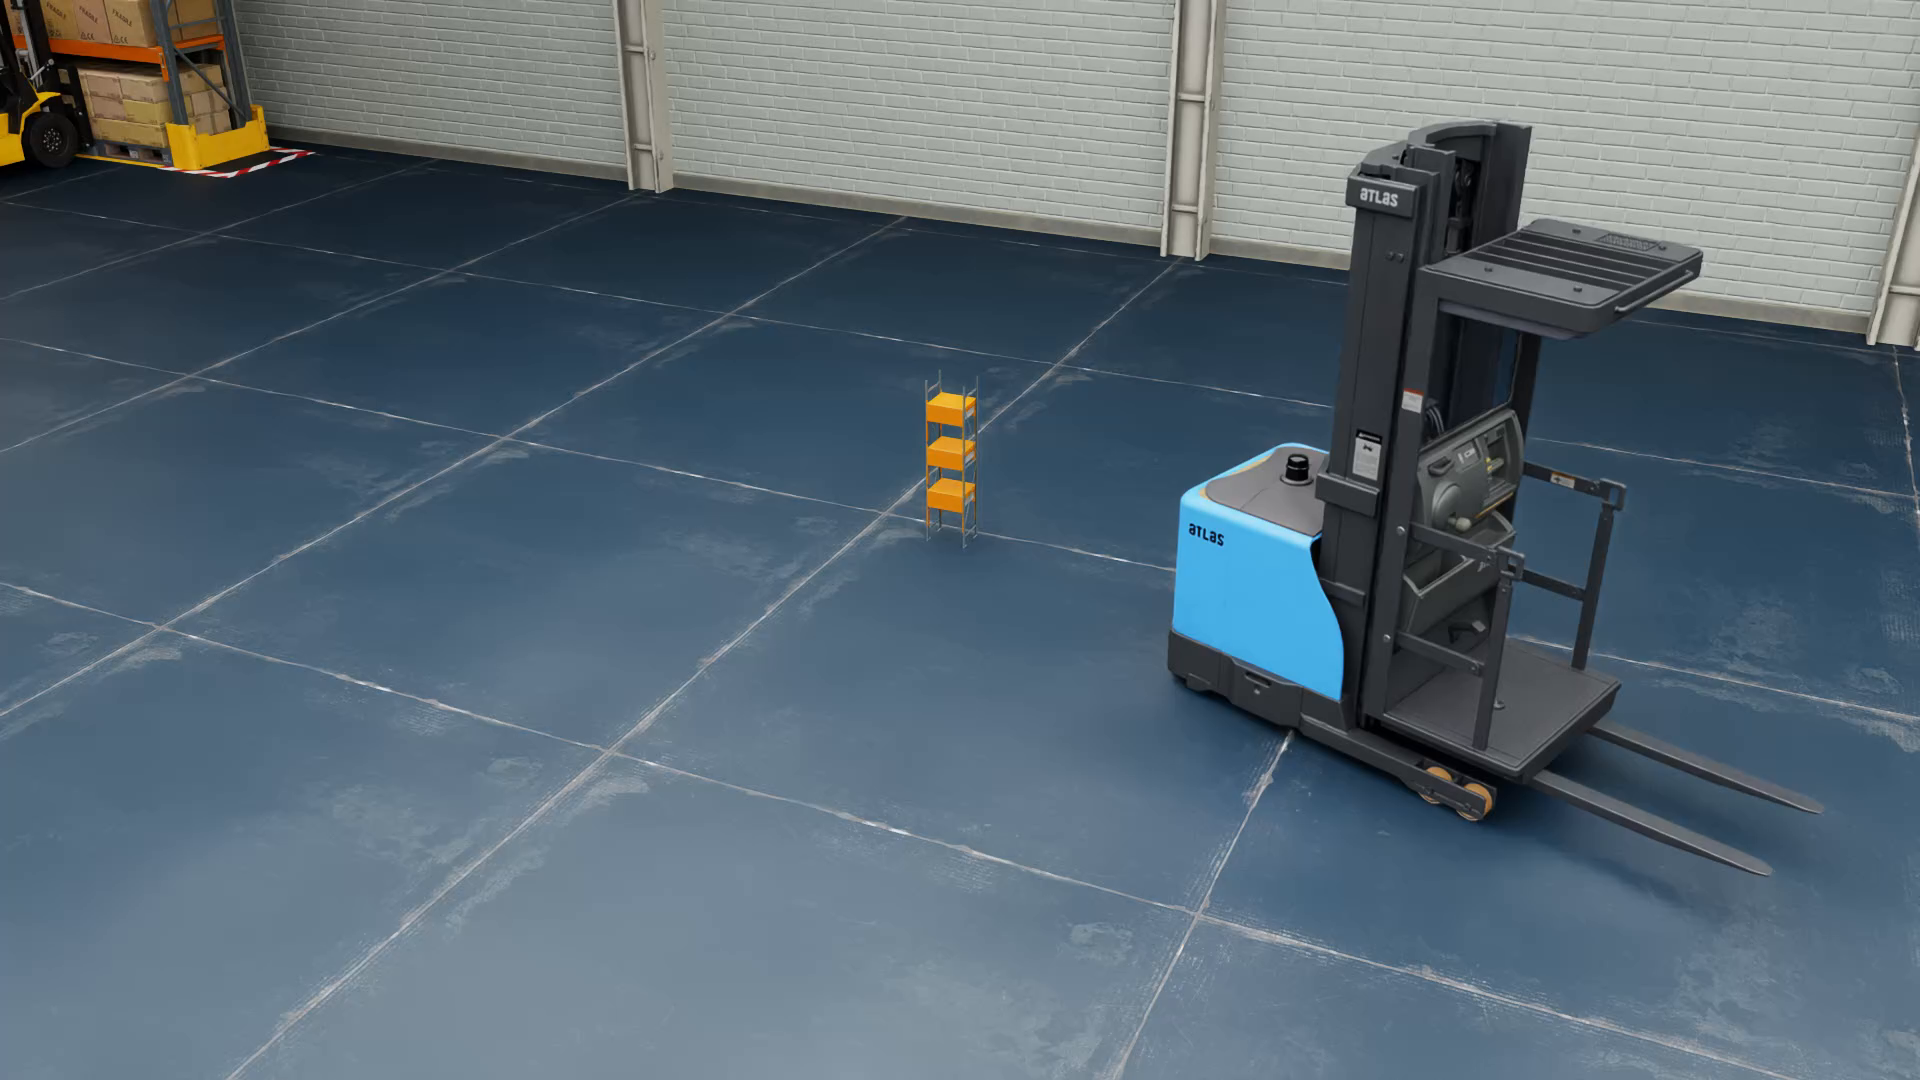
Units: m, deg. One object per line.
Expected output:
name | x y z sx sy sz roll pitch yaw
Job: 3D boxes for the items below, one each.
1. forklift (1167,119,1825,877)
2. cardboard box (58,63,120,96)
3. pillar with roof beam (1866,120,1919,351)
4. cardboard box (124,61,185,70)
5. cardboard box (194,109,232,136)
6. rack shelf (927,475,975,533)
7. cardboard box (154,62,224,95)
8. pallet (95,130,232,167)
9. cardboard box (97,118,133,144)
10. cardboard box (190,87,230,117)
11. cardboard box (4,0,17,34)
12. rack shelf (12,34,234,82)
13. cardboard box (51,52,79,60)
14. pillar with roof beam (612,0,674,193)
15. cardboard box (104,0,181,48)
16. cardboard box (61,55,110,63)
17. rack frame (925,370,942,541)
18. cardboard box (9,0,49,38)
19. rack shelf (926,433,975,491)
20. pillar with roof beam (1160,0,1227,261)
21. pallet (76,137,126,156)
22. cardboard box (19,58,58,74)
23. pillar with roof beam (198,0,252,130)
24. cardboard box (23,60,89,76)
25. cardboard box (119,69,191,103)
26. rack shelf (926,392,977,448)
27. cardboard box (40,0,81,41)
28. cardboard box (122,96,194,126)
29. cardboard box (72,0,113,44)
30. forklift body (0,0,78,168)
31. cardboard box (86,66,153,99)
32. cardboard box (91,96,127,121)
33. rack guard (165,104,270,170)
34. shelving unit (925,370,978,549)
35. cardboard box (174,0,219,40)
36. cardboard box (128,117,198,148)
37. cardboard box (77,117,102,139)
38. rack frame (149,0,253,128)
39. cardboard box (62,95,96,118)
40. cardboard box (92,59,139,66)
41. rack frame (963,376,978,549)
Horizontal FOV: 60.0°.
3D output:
forklift | 2.499 -0.288 7.516 3.031 2.935 1.130 23 34 38
cardboard box | -10.010 -5.301 19.127 0.500 0.250 0.500 12 29 22
pillar with roof beam | 5.811 -3.919 8.022 0.400 9.000 9.100 11 28 22
cardboard box | -9.347 -5.417 19.362 0.500 0.250 0.500 11 28 22
cardboard box | -8.898 -4.883 19.409 0.500 0.250 0.500 11 28 22
rack shelf | -0.049 -0.222 10.165 0.240 0.259 0.215 11 28 22
cardboard box | -8.891 -5.327 19.179 0.500 0.250 0.500 11 28 21
pallet | -9.245 -4.632 19.418 1.213 0.211 1.003 11 28 22
cardboard box | -9.539 -4.768 19.176 0.500 0.250 0.500 11 28 22
cardboard box | -8.874 -5.108 19.301 0.500 0.250 0.500 12 29 23
cardboard box | -10.934 -6.169 19.271 0.500 0.500 0.500 11 28 21
rack shelf | -10.352 -5.803 19.454 4.000 0.370 1.077 11 28 22
cardboard box | -10.722 -5.698 19.932 0.500 0.250 0.500 12 28 22
pillar with roof beam | -5.112 -6.113 12.478 0.400 9.000 9.100 11 28 22
cardboard box | -9.088 -5.789 18.499 0.500 0.500 0.500 11 28 21
cardboard box | -10.261 -5.609 19.752 0.500 0.250 0.500 11 28 21
rack frame | -0.160 -0.503 10.083 0.008 1.050 0.200 11 28 22
cardboard box | -10.485 -6.069 19.067 0.500 0.500 0.500 12 28 22
rack shelf | -0.049 -0.471 10.043 0.240 0.259 0.215 11 28 22
pillar with roof beam | 0.349 -5.016 10.250 0.400 9.000 9.100 11 28 22
pallet | -10.352 -4.855 19.873 1.213 0.211 1.003 11 28 22
cardboard box | -10.943 -5.496 19.522 0.500 0.250 0.500 12 29 24
pillar with roof beam | -10.574 -7.210 14.706 0.400 9.000 9.100 11 28 22
cardboard box | -10.469 -5.397 19.321 0.500 0.250 0.500 11 28 21
cardboard box | -9.080 -5.122 18.763 0.500 0.250 0.500 12 29 24
rack shelf | -0.049 -0.726 9.917 0.240 0.259 0.215 11 28 22
cardboard box | -10.023 -5.981 18.889 0.500 0.500 0.500 11 28 21
cardboard box | -9.104 -4.902 18.882 0.500 0.250 0.500 11 28 21
cardboard box | -9.557 -5.887 18.699 0.500 0.500 0.500 12 29 23
forklift body | -11.013 -4.992 17.954 1.214 2.155 2.313 11 28 22
cardboard box | -9.547 -5.213 18.947 0.500 0.250 0.500 12 29 23
cardboard box | -9.556 -4.998 19.077 0.500 0.250 0.500 11 28 21
rack guard | -8.510 -4.634 19.096 0.348 0.500 1.175 11 28 22
shelving unit | -0.049 -0.481 10.038 0.252 1.050 0.215 11 28 22
cardboard box | -8.867 -6.007 18.941 0.500 0.500 0.500 12 29 23
cardboard box | -9.090 -4.673 18.984 0.500 0.250 0.500 12 28 22
cardboard box | -9.990 -4.863 19.369 0.500 0.250 0.500 12 29 22
rack frame | -8.531 -5.760 18.553 0.127 3.000 1.000 11 28 22
cardboard box | -10.035 -5.084 19.252 0.500 0.250 0.500 11 28 21
cardboard box | -9.798 -5.513 19.556 0.500 0.250 0.500 11 28 21
rack frame | 0.062 -0.458 9.993 0.008 1.050 0.200 11 28 22
